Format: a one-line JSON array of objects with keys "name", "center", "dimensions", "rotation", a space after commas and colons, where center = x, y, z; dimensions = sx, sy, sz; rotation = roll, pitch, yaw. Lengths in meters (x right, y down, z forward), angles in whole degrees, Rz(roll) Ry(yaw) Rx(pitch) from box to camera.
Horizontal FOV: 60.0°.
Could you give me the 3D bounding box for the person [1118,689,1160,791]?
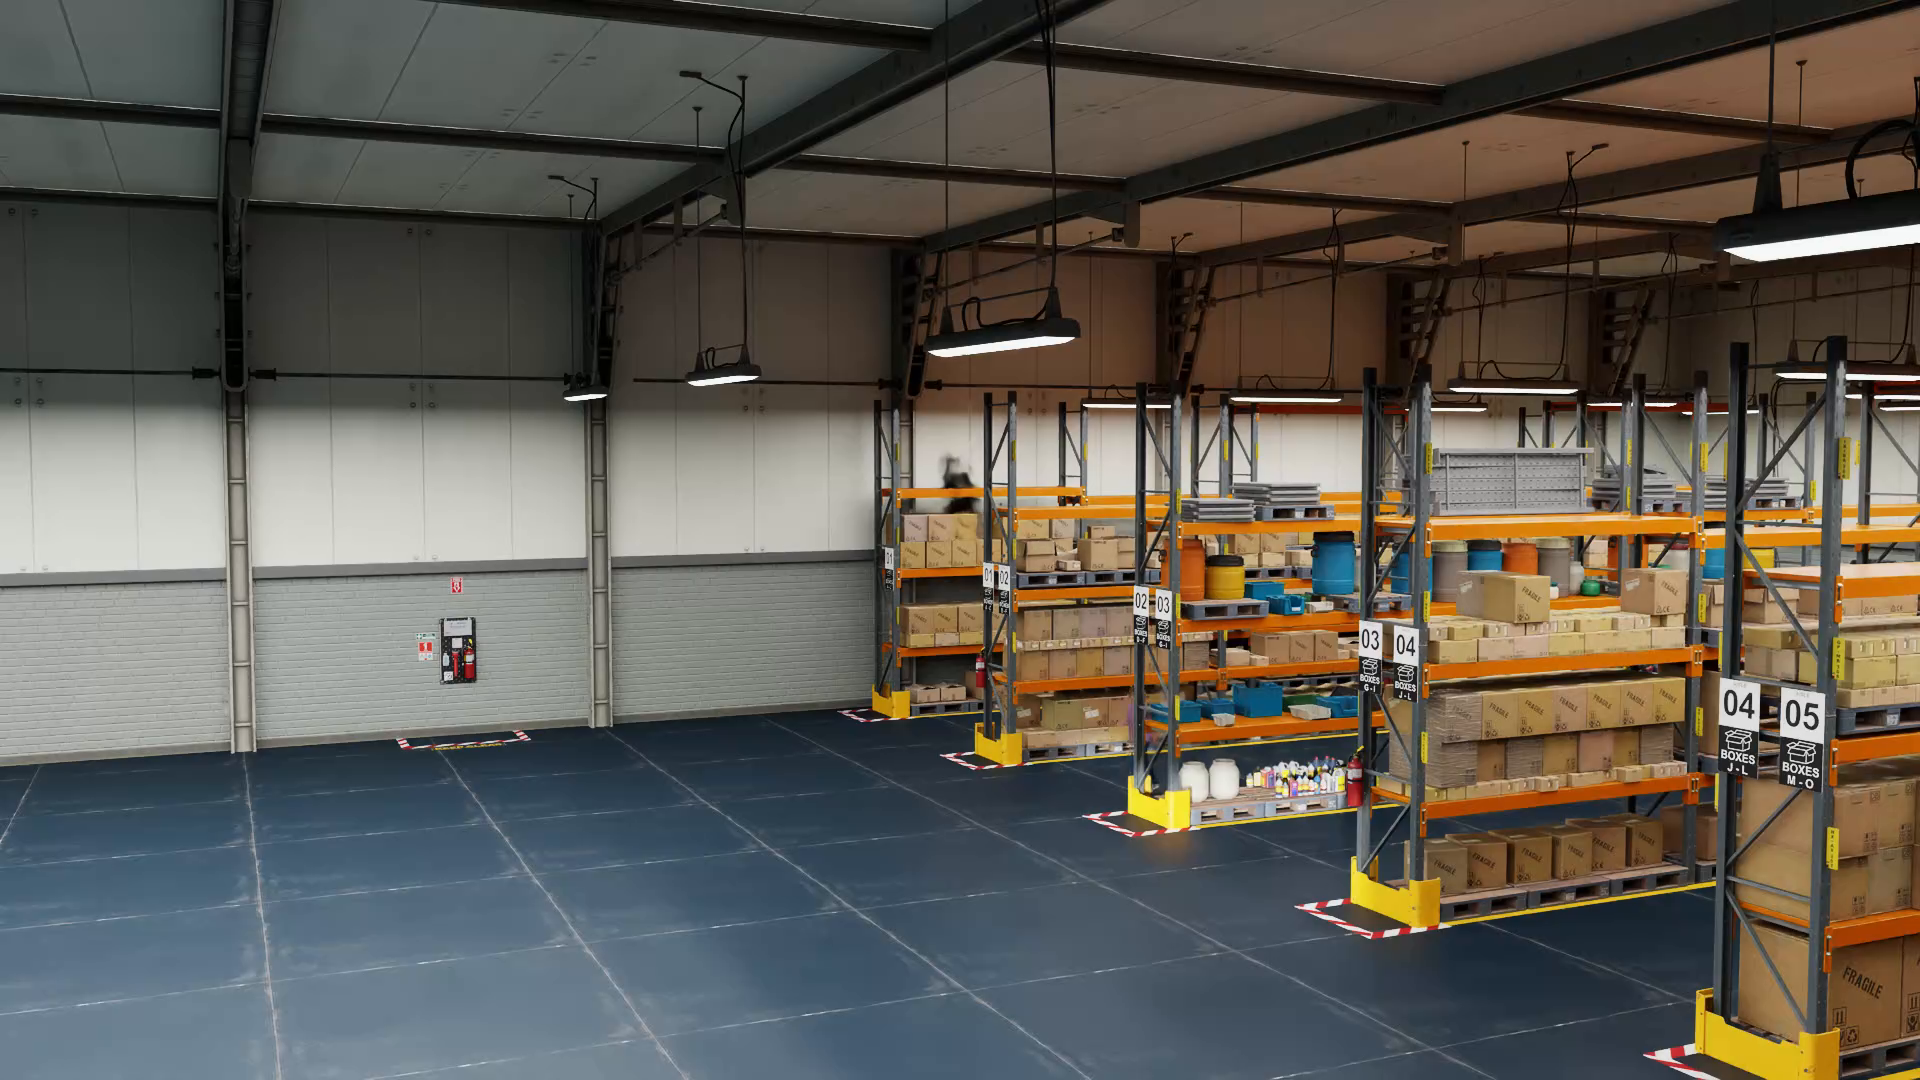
[{"name": "person", "center": [2.646, 2.961, 24.310], "dimensions": [0.744, 1.611, 0.565], "rotation": [-2, 4, -34]}]
